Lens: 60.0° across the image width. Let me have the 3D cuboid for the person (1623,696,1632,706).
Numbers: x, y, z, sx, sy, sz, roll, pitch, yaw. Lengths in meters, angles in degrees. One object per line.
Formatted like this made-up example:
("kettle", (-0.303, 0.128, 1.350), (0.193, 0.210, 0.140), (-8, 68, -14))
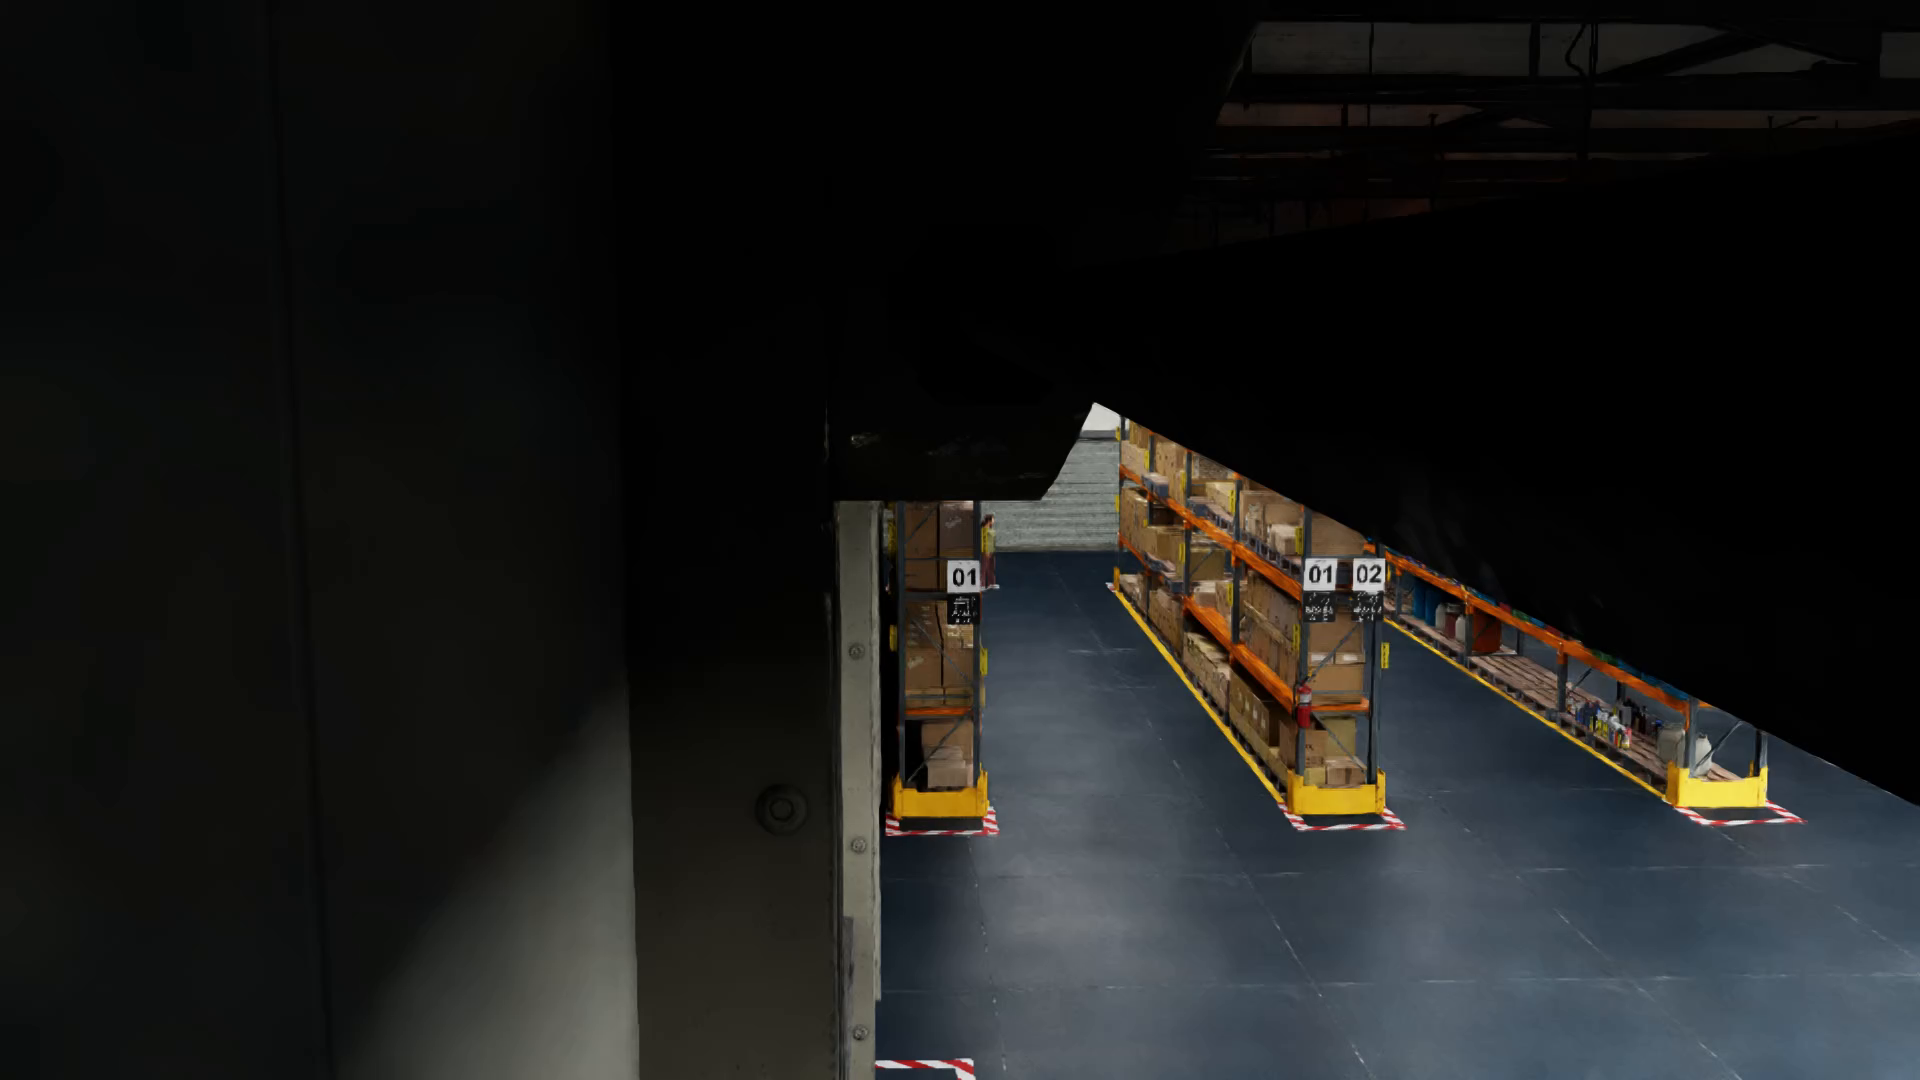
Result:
("person", (12.995, 0.396, 29.593), (27.724, 3.369, 14.211), (1, 8, 4))

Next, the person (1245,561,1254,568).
("person", (16.500, 0.649, 34.054), (21.751, 1.582, 1.850), (-1, 8, -4))

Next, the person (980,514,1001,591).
("person", (0.628, 0.256, 36.403), (0.429, 1.674, 0.543), (3, 9, 17))
